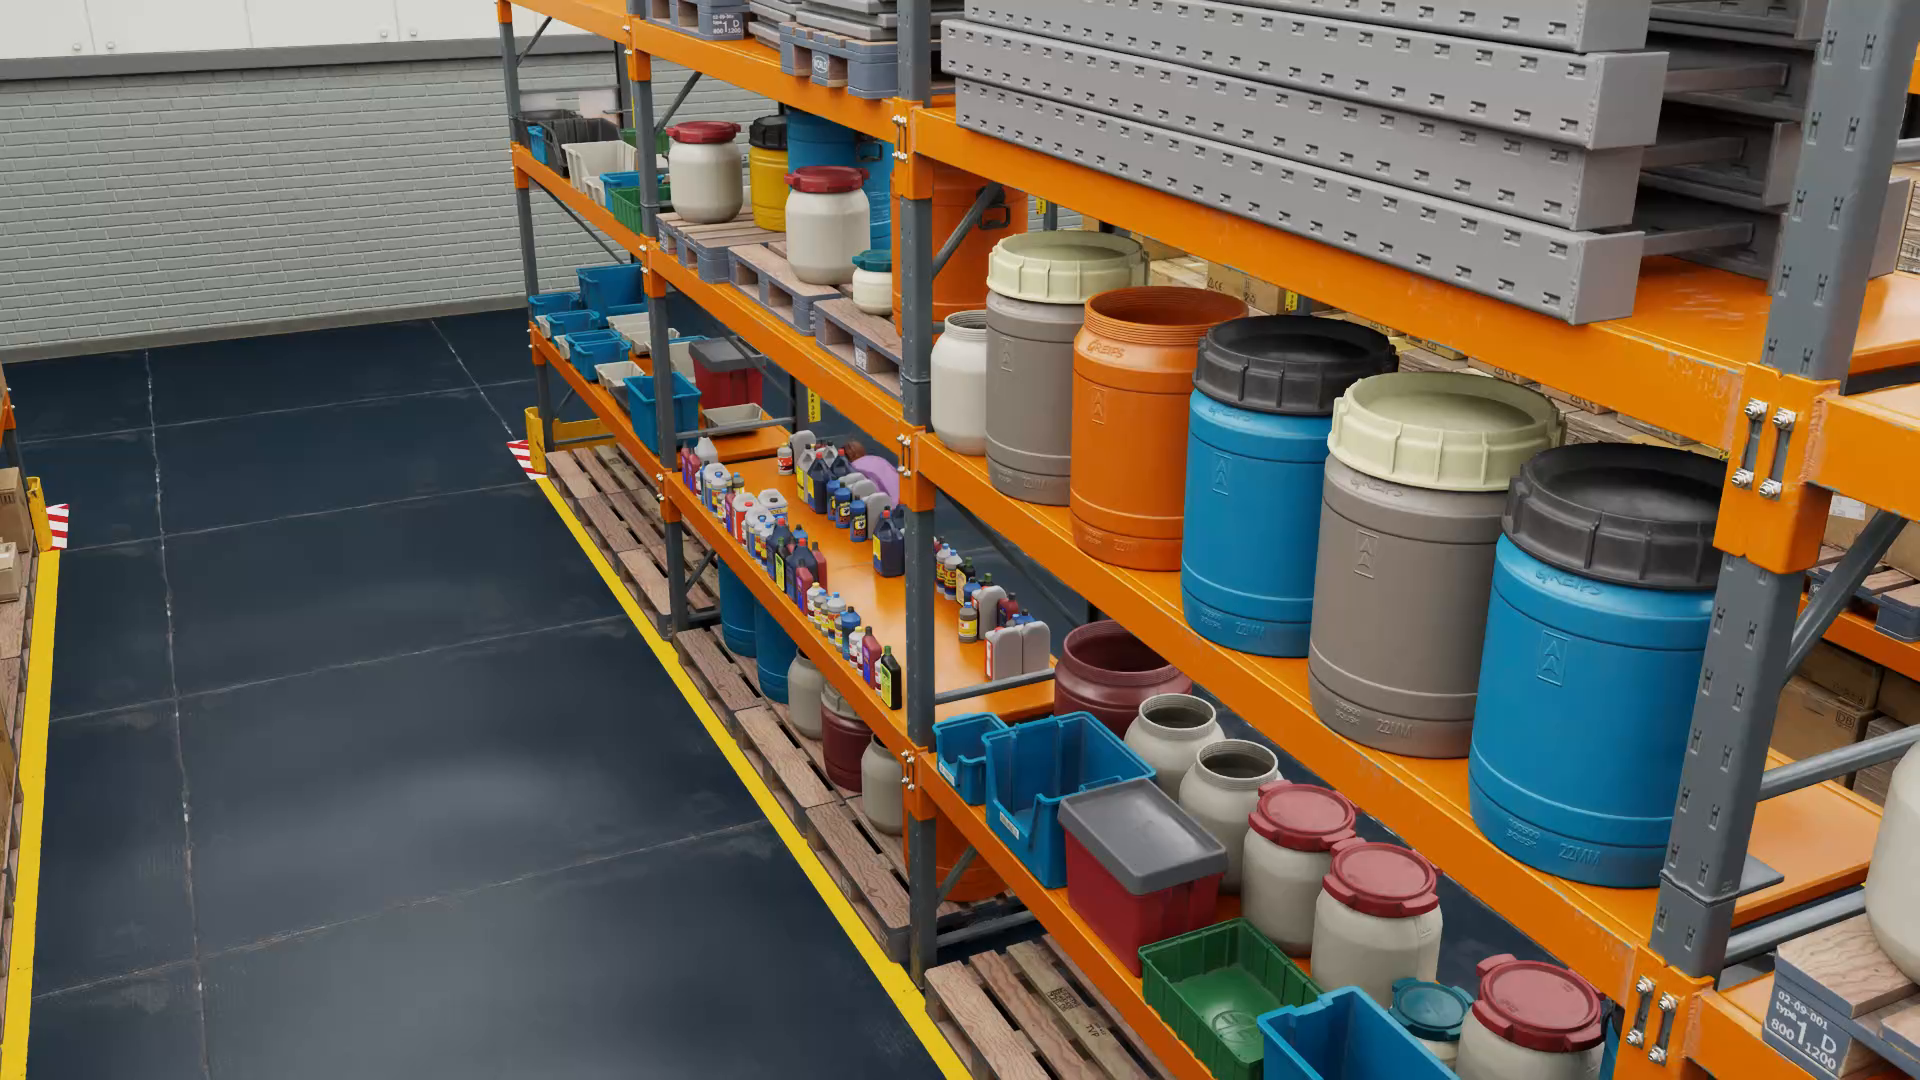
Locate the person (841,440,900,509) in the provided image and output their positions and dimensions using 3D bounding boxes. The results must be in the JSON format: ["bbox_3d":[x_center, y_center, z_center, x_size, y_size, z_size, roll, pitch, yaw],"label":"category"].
[{"bbox_3d":[-0.626,-0.223,12.422,0.446,0.920,0.787,-14,26,-31],"label":"person"}]
